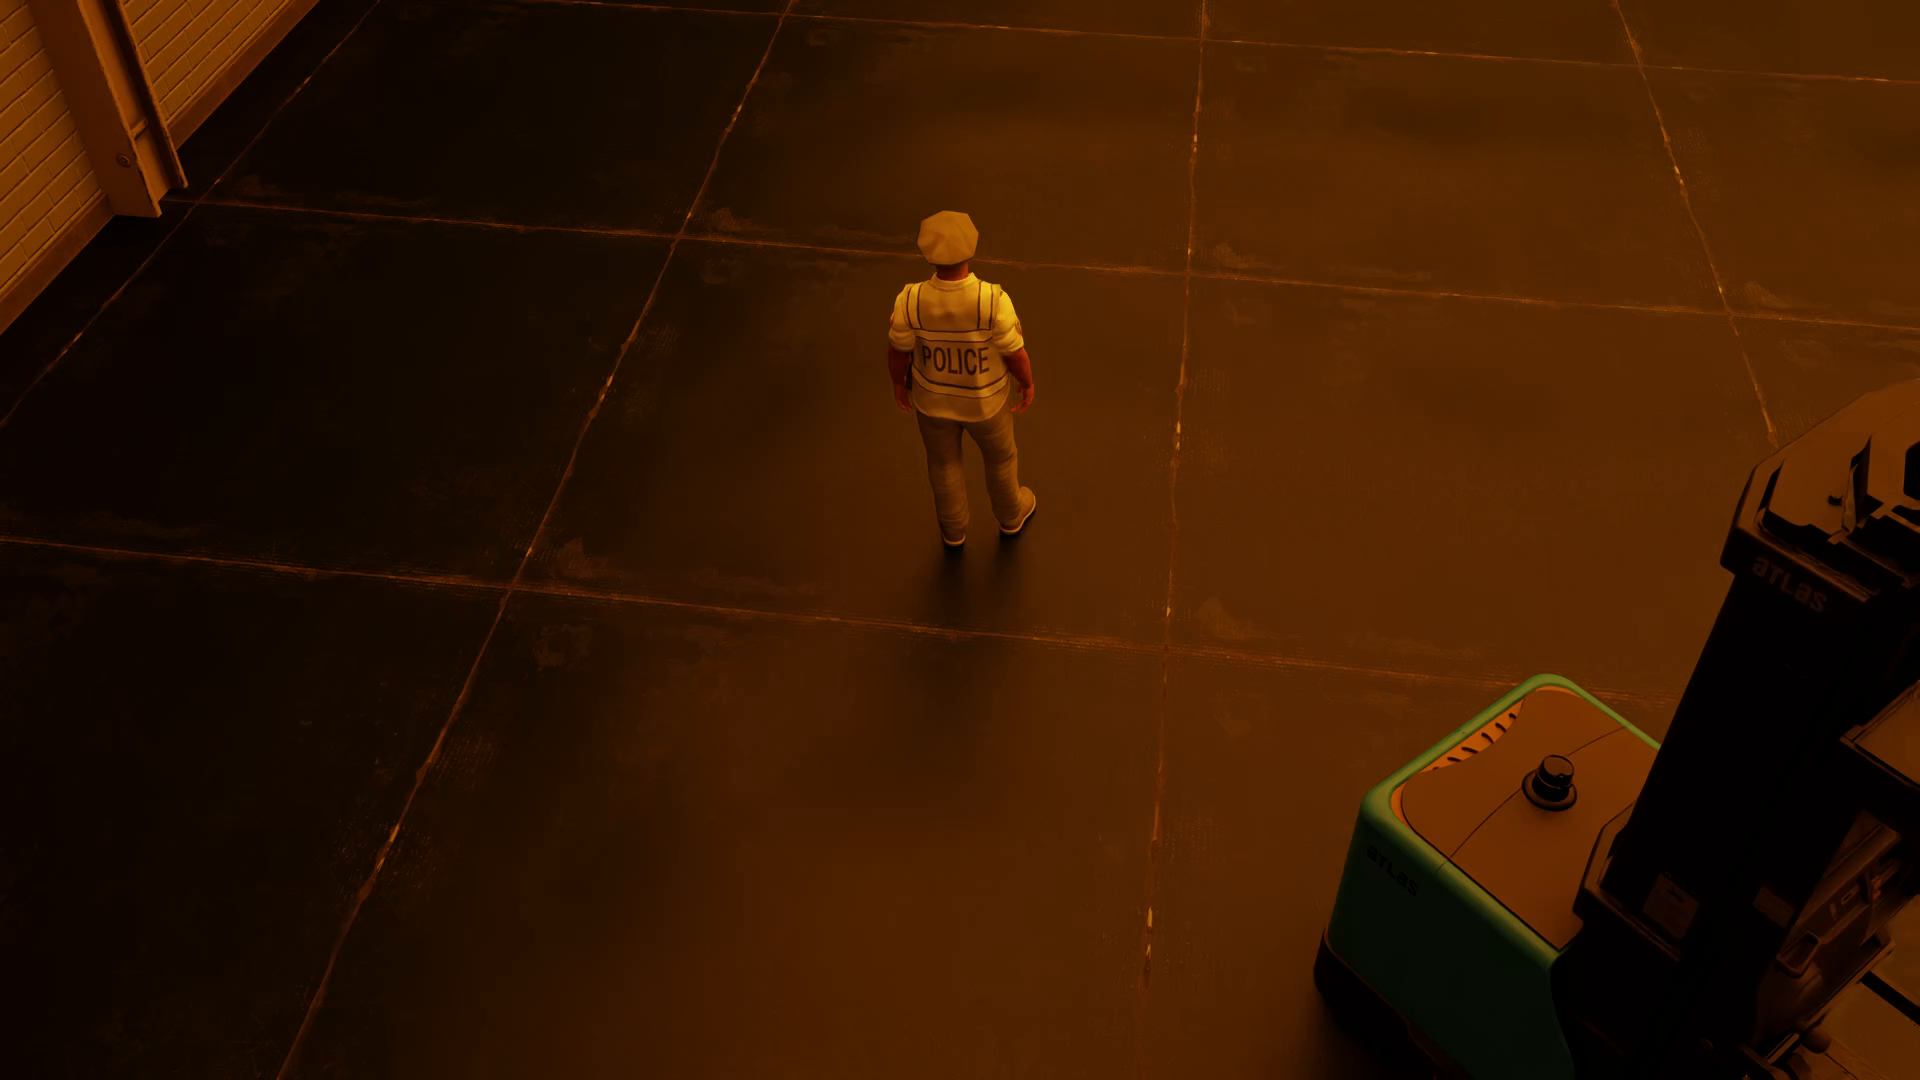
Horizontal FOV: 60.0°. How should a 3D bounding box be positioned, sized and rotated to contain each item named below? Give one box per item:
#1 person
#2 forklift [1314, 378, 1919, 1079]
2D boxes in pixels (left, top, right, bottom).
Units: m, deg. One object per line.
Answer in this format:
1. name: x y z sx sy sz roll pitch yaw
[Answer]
1. person: 0.021 -0.714 7.338 0.641 1.781 0.574 5 43 6
2. forklift: 2.584 1.143 4.480 1.130 2.935 3.031 -27 49 -27
